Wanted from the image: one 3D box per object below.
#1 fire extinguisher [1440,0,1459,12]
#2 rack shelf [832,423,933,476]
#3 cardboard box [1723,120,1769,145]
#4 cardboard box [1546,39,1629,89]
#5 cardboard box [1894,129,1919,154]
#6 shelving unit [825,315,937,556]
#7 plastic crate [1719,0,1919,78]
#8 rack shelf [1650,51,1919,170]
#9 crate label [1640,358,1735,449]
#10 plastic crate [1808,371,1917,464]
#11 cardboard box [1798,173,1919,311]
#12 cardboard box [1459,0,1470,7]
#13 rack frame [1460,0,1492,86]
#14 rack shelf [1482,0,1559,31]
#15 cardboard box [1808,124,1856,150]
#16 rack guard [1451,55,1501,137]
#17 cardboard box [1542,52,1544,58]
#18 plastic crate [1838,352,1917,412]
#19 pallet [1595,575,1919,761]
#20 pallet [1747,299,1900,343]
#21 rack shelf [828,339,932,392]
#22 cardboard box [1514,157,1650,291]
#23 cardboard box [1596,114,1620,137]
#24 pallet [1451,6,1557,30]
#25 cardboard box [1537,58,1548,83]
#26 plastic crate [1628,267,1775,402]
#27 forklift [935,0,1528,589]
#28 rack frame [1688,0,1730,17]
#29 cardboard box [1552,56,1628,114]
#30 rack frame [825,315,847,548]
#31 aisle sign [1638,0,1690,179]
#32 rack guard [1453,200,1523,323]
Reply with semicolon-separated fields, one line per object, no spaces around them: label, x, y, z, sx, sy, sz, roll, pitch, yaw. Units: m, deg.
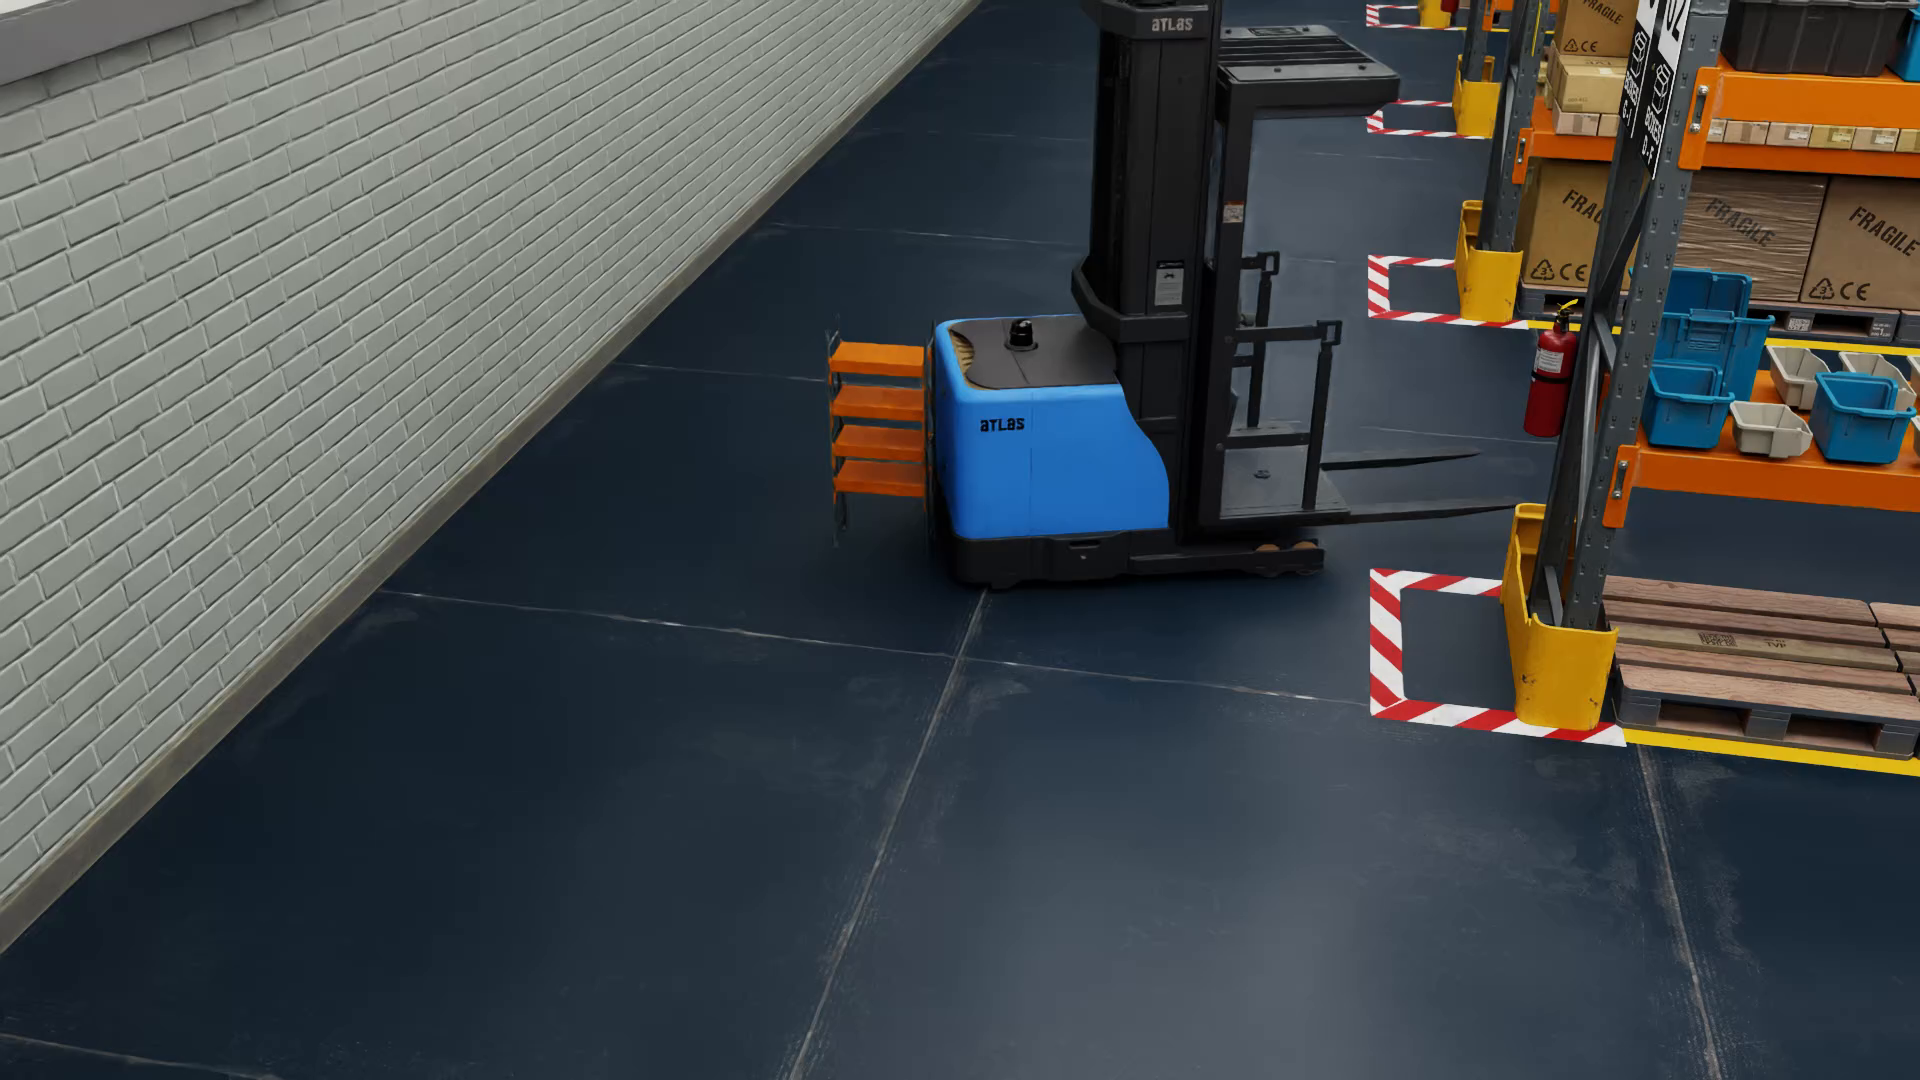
fire extinguisher;4.774;-5.463;16.073;0.183;0.674;0.296;6;29;11
rack shelf;-0.390;-0.464;8.489;0.480;0.148;0.258;5;29;9
cardboard box;5.073;-2.696;10.813;0.250;0.149;0.380;5;29;10
cardboard box;4.319;-3.240;11.390;0.500;0.250;0.500;5;29;10
cardboard box;6.078;-2.593;10.624;0.250;0.149;0.380;5;29;10
shelving unit;-0.390;-0.523;8.456;0.503;1.200;0.258;5;29;9
plastic crate;3.073;-1.862;6.040;0.590;0.269;0.497;6;29;11
rack shelf;4.711;-1.573;6.124;4.000;0.370;1.077;6;29;11
crate label;2.928;-0.546;6.736;0.303;0.233;0.416;6;29;11
plastic crate;3.572;-0.480;6.616;0.300;0.233;0.416;6;29;11
cardboard box;6.192;-2.144;11.318;0.875;0.875;0.875;6;29;11
cardboard box;6.525;-6.794;20.267;0.875;0.438;0.875;5;29;9
rack frame;4.924;-5.418;15.523;0.127;3.000;1.000;6;29;11
rack shelf;6.880;-4.902;15.330;4.000;0.370;1.077;6;29;11
cardboard box;5.572;-2.645;10.719;0.250;0.149;0.380;5;29;9
rack guard;4.998;-4.314;16.109;0.348;0.500;1.175;6;29;11
cardboard box;5.495;-4.679;16.084;0.250;0.149;0.380;6;29;11
plastic crate;3.871;-0.651;7.028;0.243;0.136;0.396;6;29;11
pallet;3.554;0.551;7.523;1.213;0.211;1.003;6;29;11
pallet;5.777;-1.709;11.652;1.213;0.211;1.003;6;29;11
rack shelf;-0.390;-0.868;8.268;0.480;0.148;0.258;5;29;9
cardboard box;4.432;-2.325;11.648;0.875;0.875;0.875;6;29;11
cardboard box;4.319;-2.773;10.953;0.250;0.149;0.380;5;29;10
pallet;6.657;-6.486;20.378;1.213;0.211;1.003;6;29;11
cardboard box;5.365;-4.401;15.577;0.250;0.149;0.380;5;29;8
plastic crate;3.122;-0.869;7.114;0.499;0.435;0.616;6;29;11
forklift;1.409;-1.345;8.155;3.031;2.935;1.130;-4;29;-6
rack frame;2.755;-3.404;5.598;0.127;3.000;1.000;6;29;11
cardboard box;4.202;-2.989;10.932;0.500;0.250;0.500;5;29;9
rack frame;-0.631;-0.543;8.493;0.015;1.200;0.240;5;29;9
aisle sign;2.623;-1.781;6.172;0.004;0.787;0.394;6;29;11
rack guard;3.766;-2.005;11.892;0.348;0.500;1.175;6;29;11
